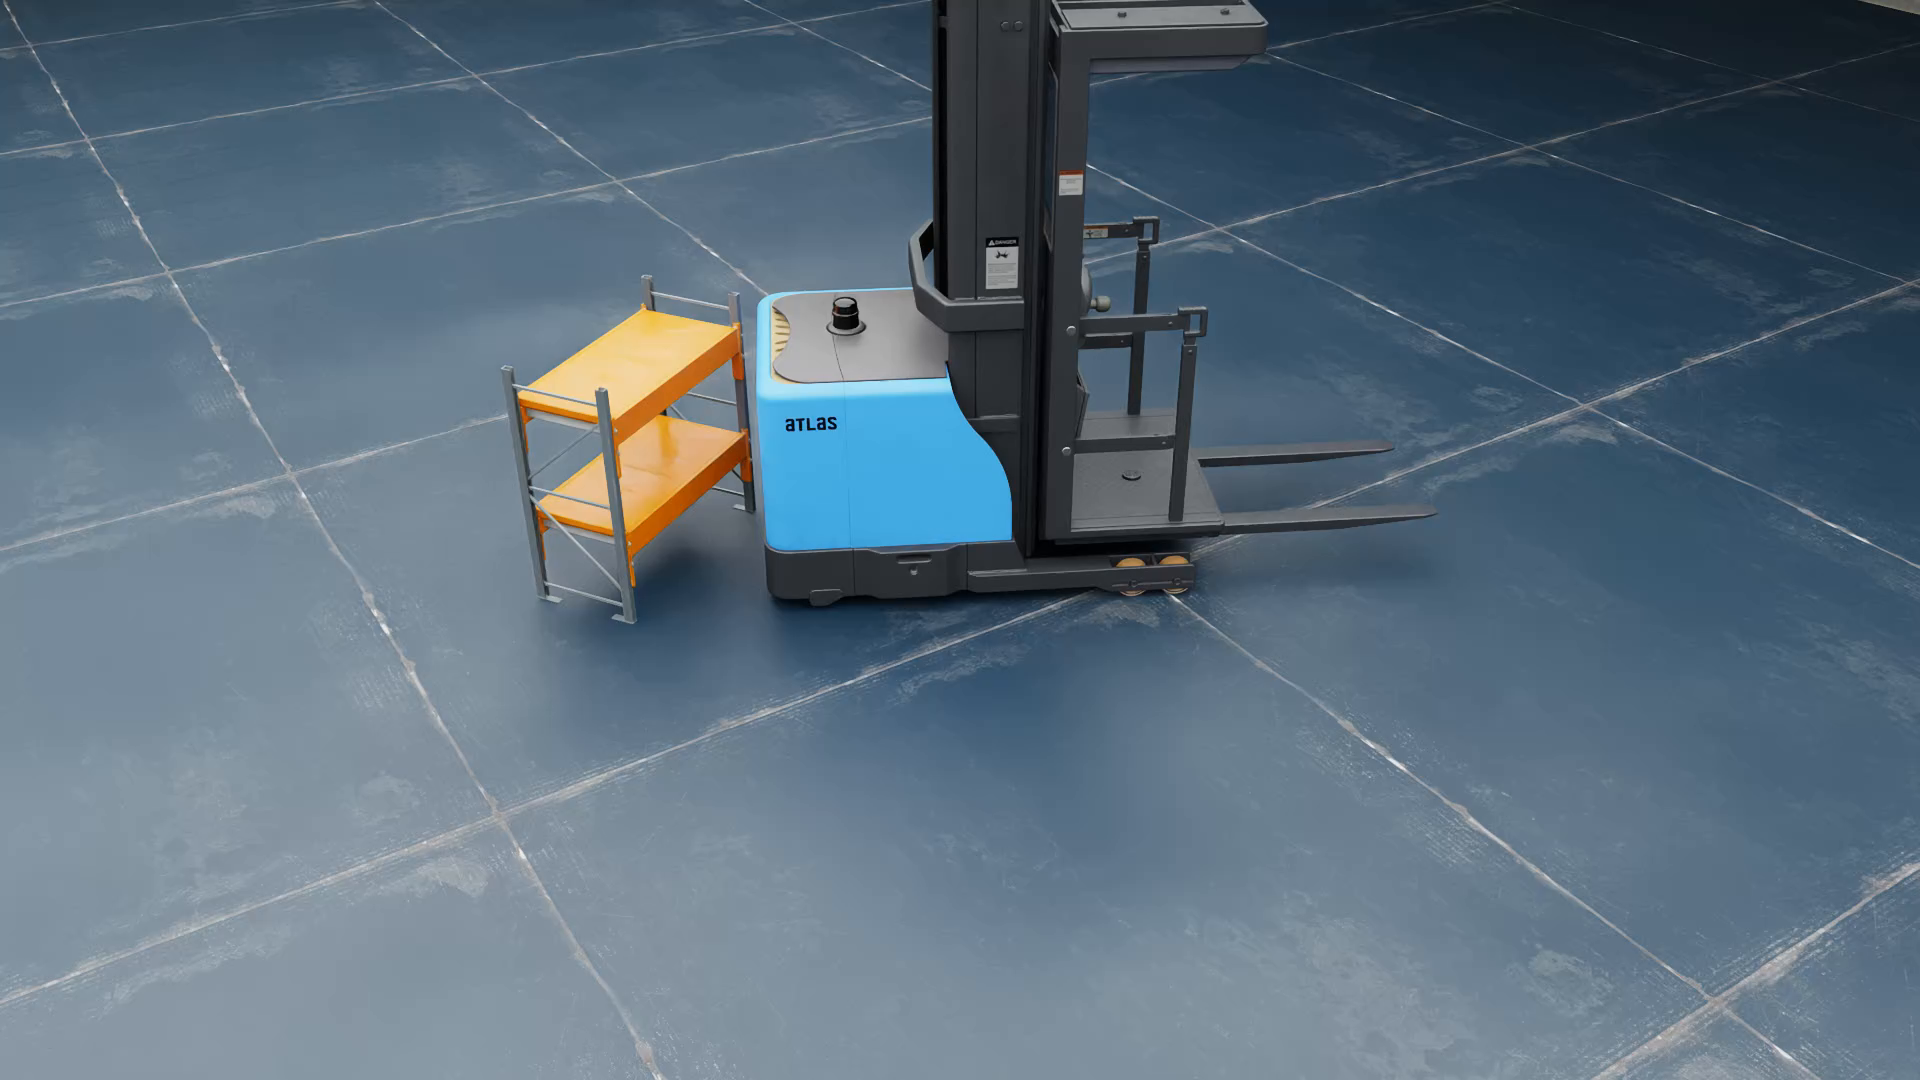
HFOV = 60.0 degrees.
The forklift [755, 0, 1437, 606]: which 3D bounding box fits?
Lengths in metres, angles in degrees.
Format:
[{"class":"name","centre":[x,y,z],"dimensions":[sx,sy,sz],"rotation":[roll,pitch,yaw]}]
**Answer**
[{"class":"forklift","centre":[0.624,-1.272,7.019],"dimensions":[3.031,2.935,1.130],"rotation":[-3,32,-5]}]

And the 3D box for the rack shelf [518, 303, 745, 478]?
[{"class":"rack shelf","centre":[-1.421,-0.667,7.205],"dimensions":[0.538,0.278,1.000],"rotation":[14,35,20]}]

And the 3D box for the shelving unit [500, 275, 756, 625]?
[{"class":"shelving unit","centre":[-1.421,-0.420,7.361],"dimensions":[0.538,1.125,1.048],"rotation":[14,35,20]}]

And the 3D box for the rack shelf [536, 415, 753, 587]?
[{"class":"rack shelf","centre":[-1.421,-0.213,7.492],"dimensions":[0.538,0.278,1.000],"rotation":[14,35,20]}]

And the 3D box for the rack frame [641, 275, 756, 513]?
[{"class":"rack frame","centre":[-1.211,-0.667,7.753],"dimensions":[0.500,1.125,0.032],"rotation":[14,35,20]}]

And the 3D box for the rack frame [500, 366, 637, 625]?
[{"class":"rack frame","centre":[-1.631,-0.173,6.969],"dimensions":[0.500,1.125,0.032],"rotation":[14,35,20]}]
